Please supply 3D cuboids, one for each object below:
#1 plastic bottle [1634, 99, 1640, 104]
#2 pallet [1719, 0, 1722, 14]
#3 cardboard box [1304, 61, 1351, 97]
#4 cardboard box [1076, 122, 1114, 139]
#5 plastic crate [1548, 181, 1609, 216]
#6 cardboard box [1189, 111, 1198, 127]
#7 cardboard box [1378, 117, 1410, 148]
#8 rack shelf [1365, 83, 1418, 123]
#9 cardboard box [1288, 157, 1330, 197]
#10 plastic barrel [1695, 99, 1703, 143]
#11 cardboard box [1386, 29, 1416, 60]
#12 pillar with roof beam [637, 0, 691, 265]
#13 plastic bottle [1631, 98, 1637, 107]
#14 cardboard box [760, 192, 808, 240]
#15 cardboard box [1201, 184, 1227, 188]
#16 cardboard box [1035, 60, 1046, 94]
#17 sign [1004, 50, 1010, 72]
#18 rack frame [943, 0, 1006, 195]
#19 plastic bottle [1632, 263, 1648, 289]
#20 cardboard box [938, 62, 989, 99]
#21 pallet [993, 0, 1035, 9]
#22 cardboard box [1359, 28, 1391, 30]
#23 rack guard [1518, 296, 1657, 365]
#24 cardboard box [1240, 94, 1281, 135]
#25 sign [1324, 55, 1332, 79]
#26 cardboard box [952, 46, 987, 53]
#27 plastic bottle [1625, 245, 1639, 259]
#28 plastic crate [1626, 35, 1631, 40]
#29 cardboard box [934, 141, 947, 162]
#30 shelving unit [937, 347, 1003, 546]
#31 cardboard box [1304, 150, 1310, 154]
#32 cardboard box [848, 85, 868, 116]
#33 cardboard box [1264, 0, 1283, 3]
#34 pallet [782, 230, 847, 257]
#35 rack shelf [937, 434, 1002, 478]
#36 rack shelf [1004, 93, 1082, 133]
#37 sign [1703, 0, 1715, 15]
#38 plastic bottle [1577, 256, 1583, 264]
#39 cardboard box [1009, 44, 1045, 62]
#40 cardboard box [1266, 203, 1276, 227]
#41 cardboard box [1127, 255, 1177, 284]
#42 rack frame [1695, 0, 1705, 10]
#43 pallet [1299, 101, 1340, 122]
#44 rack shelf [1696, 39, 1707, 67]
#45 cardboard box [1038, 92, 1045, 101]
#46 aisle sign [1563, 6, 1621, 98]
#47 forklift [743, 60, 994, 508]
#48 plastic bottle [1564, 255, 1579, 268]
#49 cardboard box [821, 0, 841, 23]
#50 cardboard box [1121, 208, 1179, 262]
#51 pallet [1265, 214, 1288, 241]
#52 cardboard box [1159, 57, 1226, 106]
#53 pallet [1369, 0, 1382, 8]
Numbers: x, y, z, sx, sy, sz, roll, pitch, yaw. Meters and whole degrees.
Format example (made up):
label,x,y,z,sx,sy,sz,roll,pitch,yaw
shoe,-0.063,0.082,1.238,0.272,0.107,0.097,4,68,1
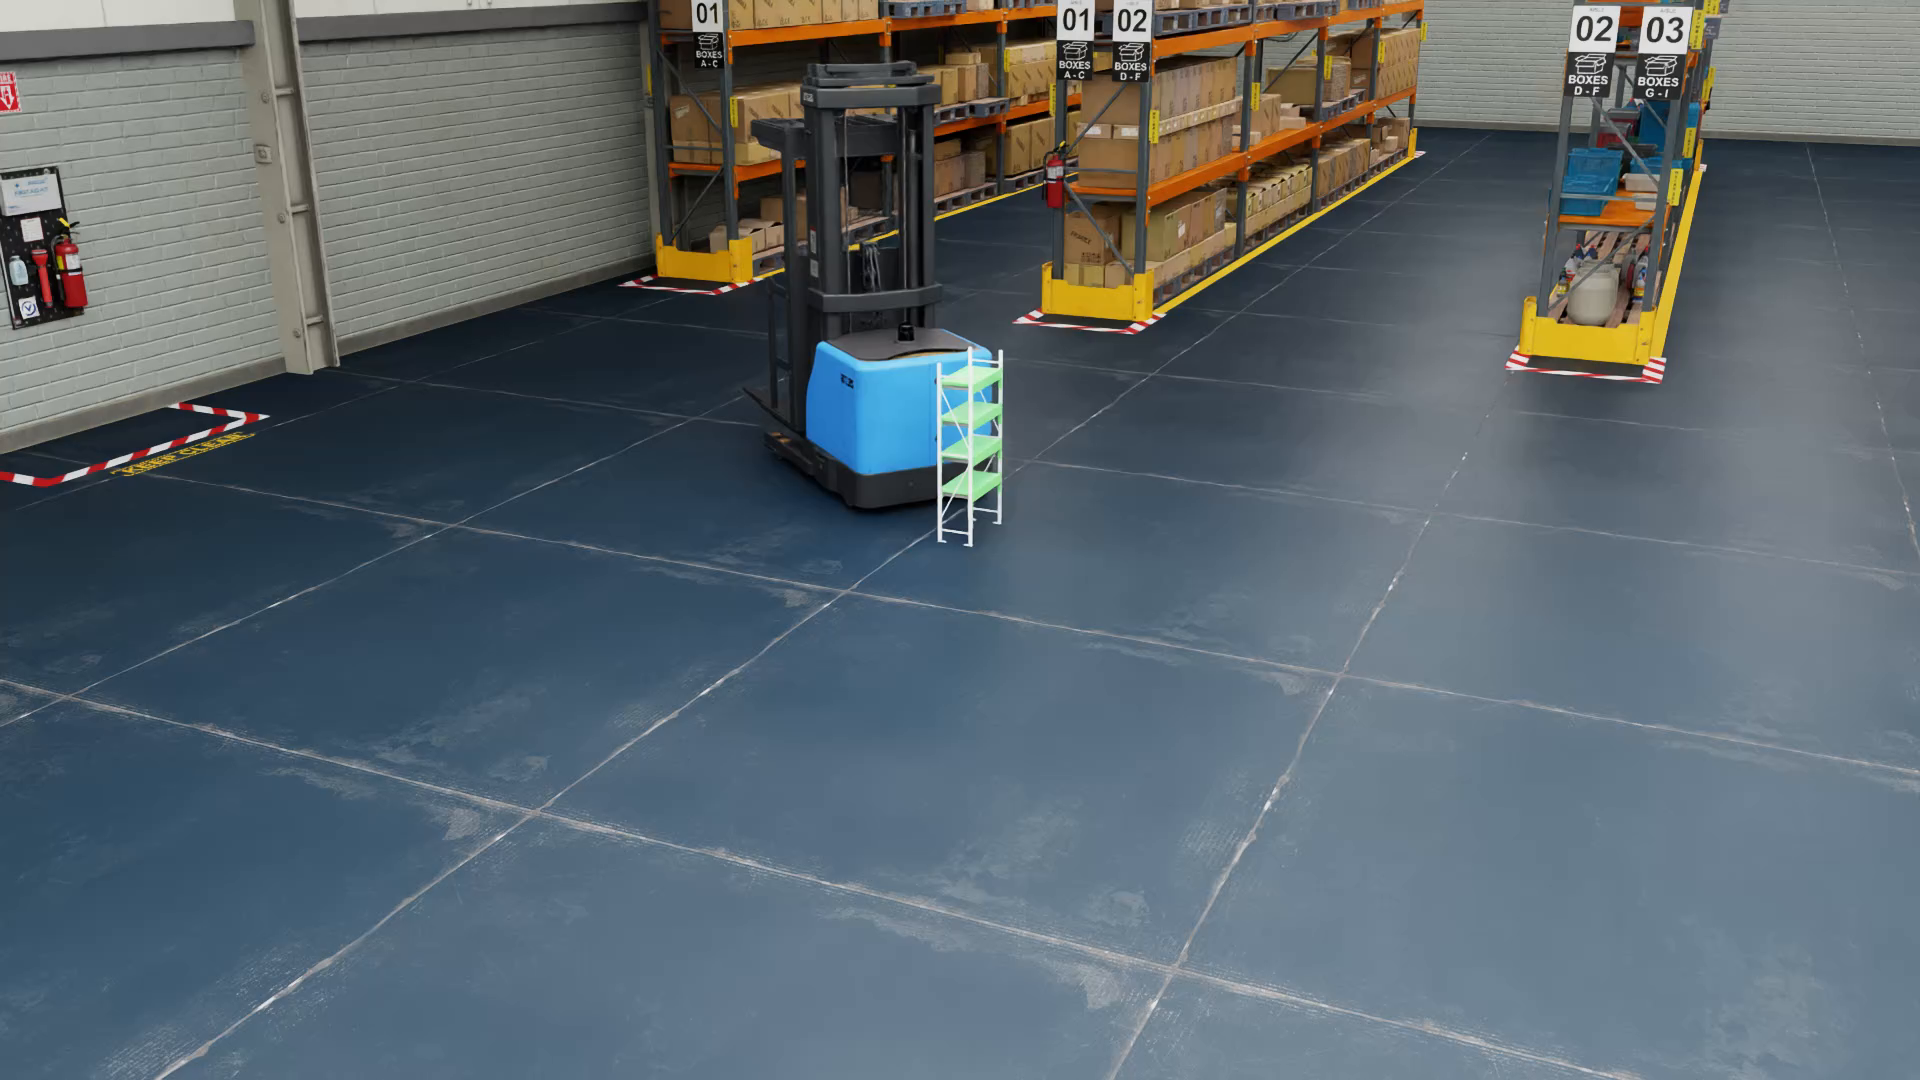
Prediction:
label,x,y,z,sx,sy,sz,roll,pitch,yaw
plastic bottle,9.981,-6.385,24.632,0.152,0.276,0.135,9,21,23
pallet,10.203,-7.540,23.499,1.003,0.211,1.213,9,21,23
cardboard box,5.712,-7.193,25.943,0.700,0.500,0.500,3,20,9
cardboard box,1.448,-4.324,17.534,0.380,0.149,0.250,8,21,22
plastic crate,5.915,-3.272,15.913,0.499,0.251,0.616,9,21,23
cardboard box,2.453,-4.741,18.707,0.380,0.149,0.250,9,21,23
cardboard box,8.019,-7.549,30.793,0.500,0.500,0.500,9,21,23
rack shelf,7.198,-7.769,29.412,1.077,0.370,4.000,9,21,23
cardboard box,5.189,-5.403,24.760,0.500,0.500,0.500,10,22,25
plastic barrel,9.345,-5.474,21.681,0.600,0.536,0.708,9,21,23
cardboard box,7.880,-8.909,29.903,0.500,0.500,0.500,9,22,24
pillar with roof beam,0.370,-7.076,17.435,9.100,9.000,0.400,9,21,23
plastic bottle,9.737,-6.242,24.117,0.144,0.351,0.185,9,21,23
cardboard box,-2.110,-4.127,21.172,0.700,0.500,0.500,7,21,19
cardboard box,3.215,-4.541,21.900,0.500,0.311,0.500,9,22,24
cardboard box,1.080,-7.573,27.163,0.500,0.500,0.500,8,21,22
sign,0.720,-7.389,25.660,0.100,0.325,0.005,9,21,23
rack frame,0.221,-6.953,26.042,1.000,3.000,0.127,9,21,23
plastic bottle,7.339,-2.851,17.918,0.152,0.276,0.135,9,21,24
cardboard box,0.037,-7.062,25.544,0.700,0.500,0.500,6,20,16
pallet,0.436,-8.481,26.145,1.213,0.211,1.003,10,22,25
cardboard box,7.595,-9.138,30.546,0.500,0.500,0.500,9,22,24
rack guard,5.971,-2.000,15.845,1.175,0.500,0.348,9,21,23
cardboard box,4.069,-5.806,22.668,0.500,0.500,0.500,7,21,20
sign,5.249,-6.744,23.729,0.100,0.325,0.005,9,21,23
cardboard box,0.170,-7.677,26.336,0.500,0.250,0.500,9,22,24
plastic bottle,7.489,-3.113,18.542,0.144,0.351,0.185,9,21,23
plastic crate,6.726,-5.239,17.063,0.336,0.188,0.450,9,21,23
cardboard box,-0.523,-5.785,24.713,0.500,0.250,0.500,8,21,22
shelving unit,0.068,-0.616,10.910,0.258,1.200,0.503,9,21,23
cardboard box,5.122,-5.780,25.818,0.500,0.500,0.500,8,21,21
cardboard box,-1.528,-5.682,21.543,0.500,0.500,0.500,8,21,22
cardboard box,3.942,-7.168,21.768,0.500,0.250,0.500,7,21,18
pallet,-2.158,-3.831,21.427,1.003,0.211,1.213,9,21,23
rack shelf,0.068,-0.556,10.931,0.258,0.148,0.480,9,21,23
rack shelf,1.040,-7.225,27.882,1.077,0.370,4.000,9,21,23
sign,8.118,-5.709,18.055,0.100,0.325,0.005,9,21,23
plastic bottle,6.808,-2.995,18.328,0.097,0.271,0.097,0,20,0
cardboard box,1.062,-7.924,27.031,0.500,0.250,0.500,9,21,23
cardboard box,3.915,-4.358,22.222,0.500,0.250,0.500,8,21,21
cardboard box,2.089,-3.018,18.454,0.500,0.250,0.500,9,21,23
rack frame,7.621,-7.197,17.776,1.000,3.000,0.127,9,21,23
pallet,4.955,-6.400,24.776,1.213,0.211,1.003,9,21,23
rack shelf,8.440,-6.056,20.118,1.077,0.370,4.000,9,21,23
cardboard box,1.185,-7.383,27.597,0.380,0.149,0.250,9,21,23
aisle sign,5.682,-4.391,14.960,0.394,0.787,0.004,9,21,23
forklift,-0.859,-2.050,12.358,1.130,2.935,3.031,-9,22,-24
plastic bottle,6.584,-2.895,17.930,0.144,0.351,0.185,10,22,25
cardboard box,-1.810,-6.684,20.631,0.500,0.500,0.500,8,21,21
cardboard box,2.091,-3.371,18.328,0.500,0.500,0.500,9,21,23
pallet,3.868,-4.342,22.864,1.003,0.211,1.213,9,21,23
cardboard box,2.722,-5.418,19.643,0.700,0.500,0.500,8,21,23
pallet,6.048,-8.632,26.568,1.213,0.211,1.003,9,21,23
